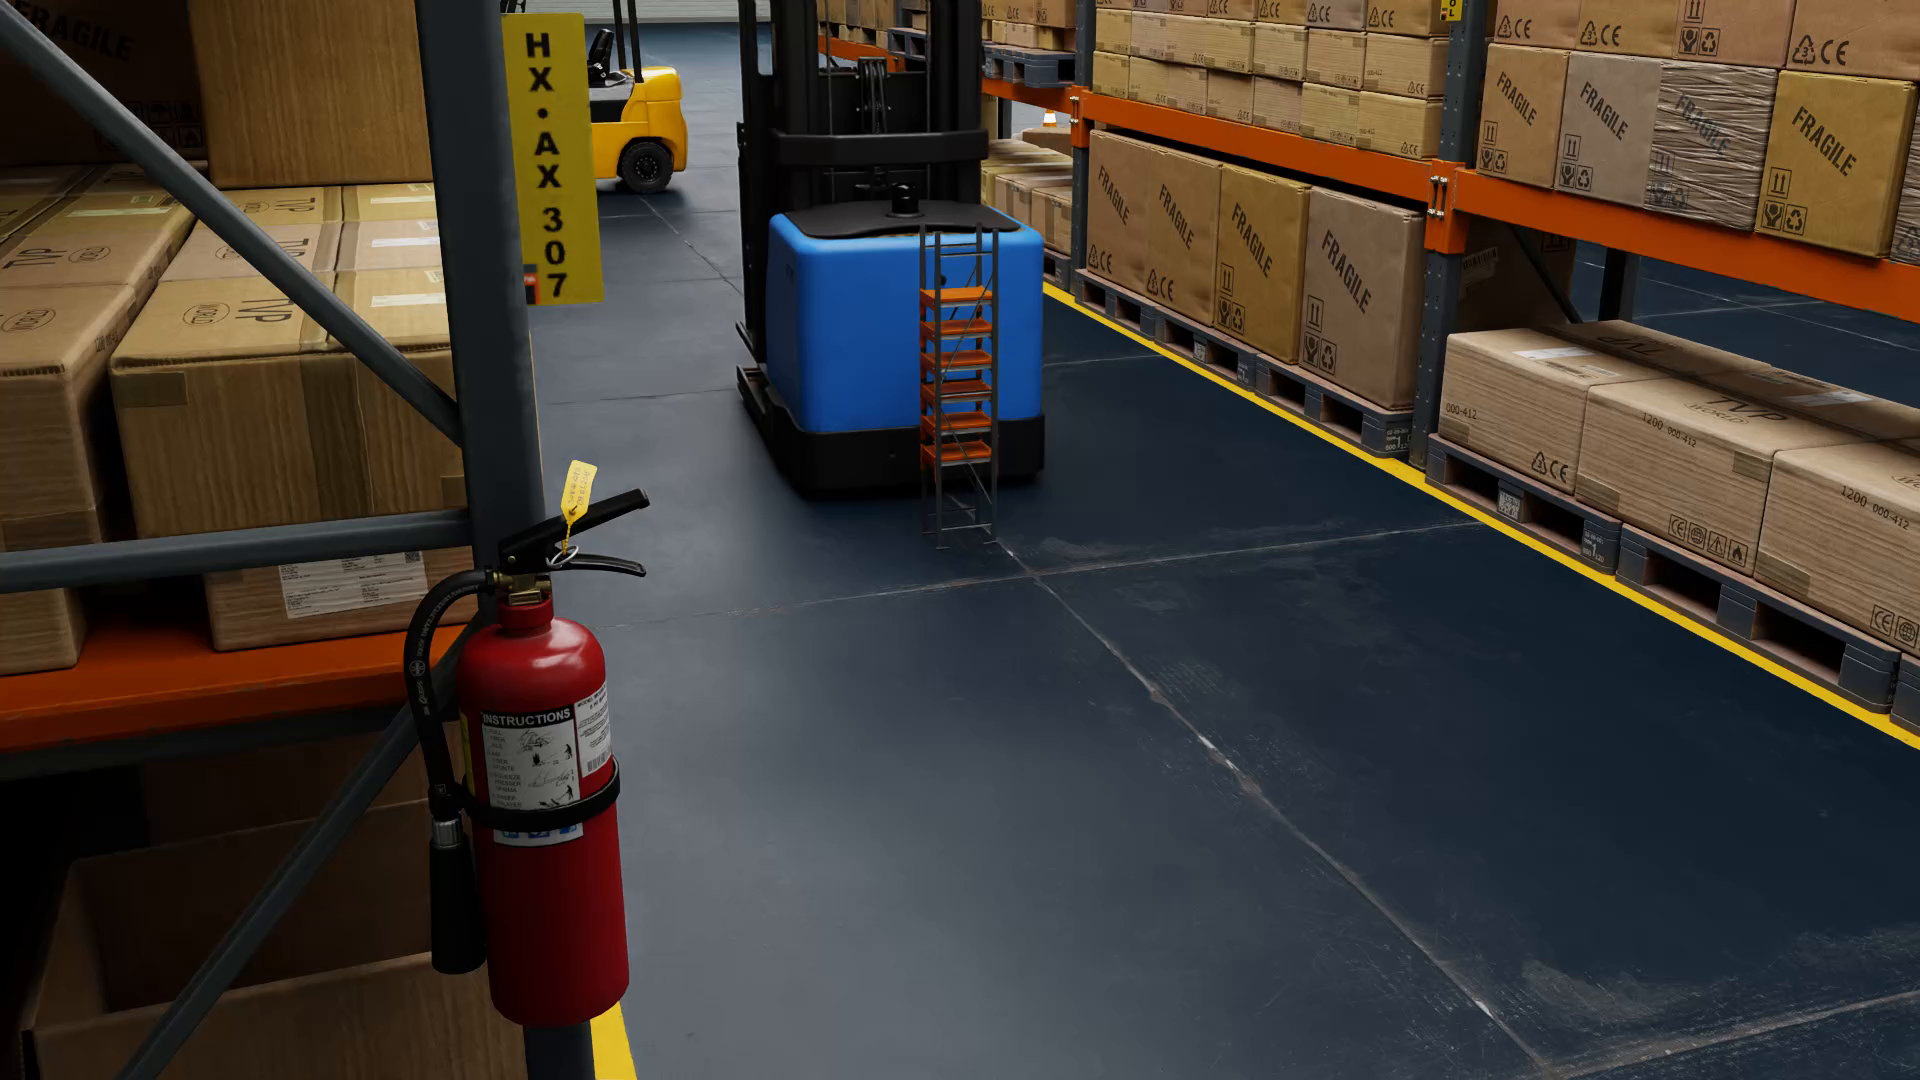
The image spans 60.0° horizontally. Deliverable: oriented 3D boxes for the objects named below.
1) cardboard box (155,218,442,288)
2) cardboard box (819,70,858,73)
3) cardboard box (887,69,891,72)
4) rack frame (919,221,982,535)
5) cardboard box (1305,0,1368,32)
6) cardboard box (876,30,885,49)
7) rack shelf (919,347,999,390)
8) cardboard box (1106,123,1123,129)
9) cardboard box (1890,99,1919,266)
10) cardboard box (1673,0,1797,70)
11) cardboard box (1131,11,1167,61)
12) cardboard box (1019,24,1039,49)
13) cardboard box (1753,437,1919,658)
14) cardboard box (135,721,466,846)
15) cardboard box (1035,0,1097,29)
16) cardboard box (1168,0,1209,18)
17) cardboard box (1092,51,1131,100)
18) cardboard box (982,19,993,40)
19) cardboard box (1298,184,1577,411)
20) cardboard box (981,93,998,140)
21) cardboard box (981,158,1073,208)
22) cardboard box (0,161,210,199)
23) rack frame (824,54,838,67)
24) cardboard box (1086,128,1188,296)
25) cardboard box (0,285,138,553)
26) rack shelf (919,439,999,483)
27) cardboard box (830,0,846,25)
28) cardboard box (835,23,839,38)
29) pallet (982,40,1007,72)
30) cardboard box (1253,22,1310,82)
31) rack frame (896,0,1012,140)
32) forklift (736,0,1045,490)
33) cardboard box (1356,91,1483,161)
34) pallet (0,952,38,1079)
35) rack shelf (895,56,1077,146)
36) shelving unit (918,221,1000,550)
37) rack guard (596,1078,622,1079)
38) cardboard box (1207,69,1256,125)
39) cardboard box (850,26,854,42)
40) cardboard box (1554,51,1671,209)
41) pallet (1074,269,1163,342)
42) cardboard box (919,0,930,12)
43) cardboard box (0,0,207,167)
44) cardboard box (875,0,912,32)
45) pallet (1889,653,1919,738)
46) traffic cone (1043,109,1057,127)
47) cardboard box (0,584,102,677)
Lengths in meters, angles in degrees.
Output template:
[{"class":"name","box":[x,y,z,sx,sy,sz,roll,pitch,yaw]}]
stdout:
[{"class":"cardboard box","box":[-1.029,-0.370,2.792,0.500,0.250,0.500,-6,21,-17]},{"class":"cardboard box","box":[-1.134,-4.421,16.626,0.500,0.500,0.500,-7,21,-19]},{"class":"cardboard box","box":[-0.547,-4.769,16.633,0.380,0.149,0.250,-6,21,-16]},{"class":"rack frame","box":[-0.033,-0.599,6.308,0.240,1.200,0.006,-6,21,-17]},{"class":"cardboard box","box":[1.922,-2.577,7.526,0.500,0.500,0.500,-6,21,-16]},{"class":"cardboard box","box":[-0.519,-4.376,14.535,0.380,0.149,0.250,-6,21,-16]},{"class":"rack shelf","box":[-0.005,-0.640,6.201,0.258,0.103,0.180,-6,21,-17]},{"class":"cardboard box","box":[1.636,-3.723,14.922,0.500,0.500,0.500,-6,21,-17]},{"class":"cardboard box","box":[3.010,-0.994,4.598,0.500,0.500,0.500,-6,21,-16]},{"class":"cardboard box","box":[2.693,-1.788,5.330,0.500,0.500,0.500,-6,21,-16]},{"class":"cardboard box","box":[1.300,-2.871,9.454,0.500,0.250,0.500,-6,21,-16]},{"class":"cardboard box","box":[0.612,-3.375,11.125,0.380,0.149,0.250,-7,21,-18]},{"class":"cardboard box","box":[3.130,0.021,5.090,0.875,0.438,0.875,-6,21,-16]},{"class":"cardboard box","box":[-1.317,0.529,3.583,0.700,0.500,0.500,-6,20,-15]},{"class":"cardboard box","box":[0.806,-3.562,10.686,0.500,0.500,0.500,-7,21,-19]},{"class":"cardboard box","box":[1.449,-3.068,8.895,0.500,0.500,0.500,-6,21,-16]},{"class":"cardboard box","box":[1.128,-2.806,10.014,0.500,0.250,0.500,-7,21,-18]},{"class":"cardboard box","box":[0.325,-3.709,12.056,0.380,0.149,0.250,-7,21,-19]},{"class":"cardboard box","box":[2.200,-1.165,7.745,0.875,0.875,0.875,-6,21,-16]},{"class":"cardboard box","box":[0.027,-3.819,14.948,0.500,0.500,0.500,-5,20,-15]},{"class":"cardboard box","box":[0.573,-2.684,12.718,0.950,0.372,0.625,-6,21,-15]},{"class":"cardboard box","box":[-1.856,-0.647,3.561,0.500,0.250,0.500,-6,21,-17]},{"class":"rack frame","box":[-1.301,-5.628,17.648,1.000,3.000,0.127,-6,21,-17]},{"class":"cardboard box","box":[1.352,-2.028,10.147,0.875,0.875,0.875,-7,21,-18]},{"class":"cardboard box","box":[-1.380,-0.154,2.189,0.500,0.250,0.500,-6,21,-16]},{"class":"rack shelf","box":[-0.005,-0.302,6.323,0.258,0.103,0.180,-6,21,-17]},{"class":"cardboard box","box":[-0.921,-5.142,15.707,0.500,0.500,0.500,-7,21,-18]},{"class":"cardboard box","box":[-1.002,-4.961,16.163,0.380,0.149,0.250,-6,21,-15]},{"class":"pallet","box":[0.552,-3.601,12.289,1.003,0.211,1.213,-6,21,-17]},{"class":"cardboard box","box":[1.768,-2.383,8.095,0.500,0.250,0.500,-6,21,-16]},{"class":"rack frame","box":[-0.044,-4.344,14.074,1.000,3.000,0.127,-6,21,-17]},{"class":"forklift","box":[-0.501,-2.048,7.783,1.130,2.935,3.031,-5,20,-13]},{"class":"cardboard box","box":[2.090,-1.824,7.278,0.500,0.250,0.500,-7,21,-18]},{"class":"pallet","box":[-1.259,1.067,3.133,1.003,0.211,1.213,-6,21,-17]},{"class":"rack shelf","box":[0.585,-3.364,12.409,1.077,0.370,4.000,-6,21,-17]},{"class":"shelving unit","box":[-0.005,-0.569,6.227,0.258,1.200,0.189,-6,21,-17]},{"class":"rack guard","box":[-1.007,1.187,2.372,1.175,0.500,0.348,-6,21,-17]},{"class":"cardboard box","box":[1.624,-2.317,8.650,0.500,0.250,0.500,-6,21,-17]},{"class":"cardboard box","box":[-0.809,-4.708,15.458,0.380,0.149,0.250,-7,21,-18]},{"class":"cardboard box","box":[2.524,-1.484,5.962,0.500,0.500,0.500,-6,21,-17]},{"class":"pallet","box":[1.390,-1.487,10.245,1.003,0.211,1.213,-6,21,-17]},{"class":"cardboard box","box":[-0.011,-4.387,12.985,0.500,0.500,0.500,-6,21,-17]},{"class":"cardboard box","box":[-2.025,-1.165,3.894,0.500,0.500,0.500,-7,21,-19]},{"class":"cardboard box","box":[-0.420,-4.648,14.331,0.500,0.500,0.500,-7,21,-19]},{"class":"pallet","box":[3.402,0.571,4.516,1.003,0.211,1.213,-6,21,-17]},{"class":"traffic cone","box":[1.005,-4.660,18.706,0.336,0.463,0.334,-6,21,-17]},{"class":"cardboard box","box":[-1.342,0.075,2.141,0.380,0.149,0.250,-7,21,-18]}]
